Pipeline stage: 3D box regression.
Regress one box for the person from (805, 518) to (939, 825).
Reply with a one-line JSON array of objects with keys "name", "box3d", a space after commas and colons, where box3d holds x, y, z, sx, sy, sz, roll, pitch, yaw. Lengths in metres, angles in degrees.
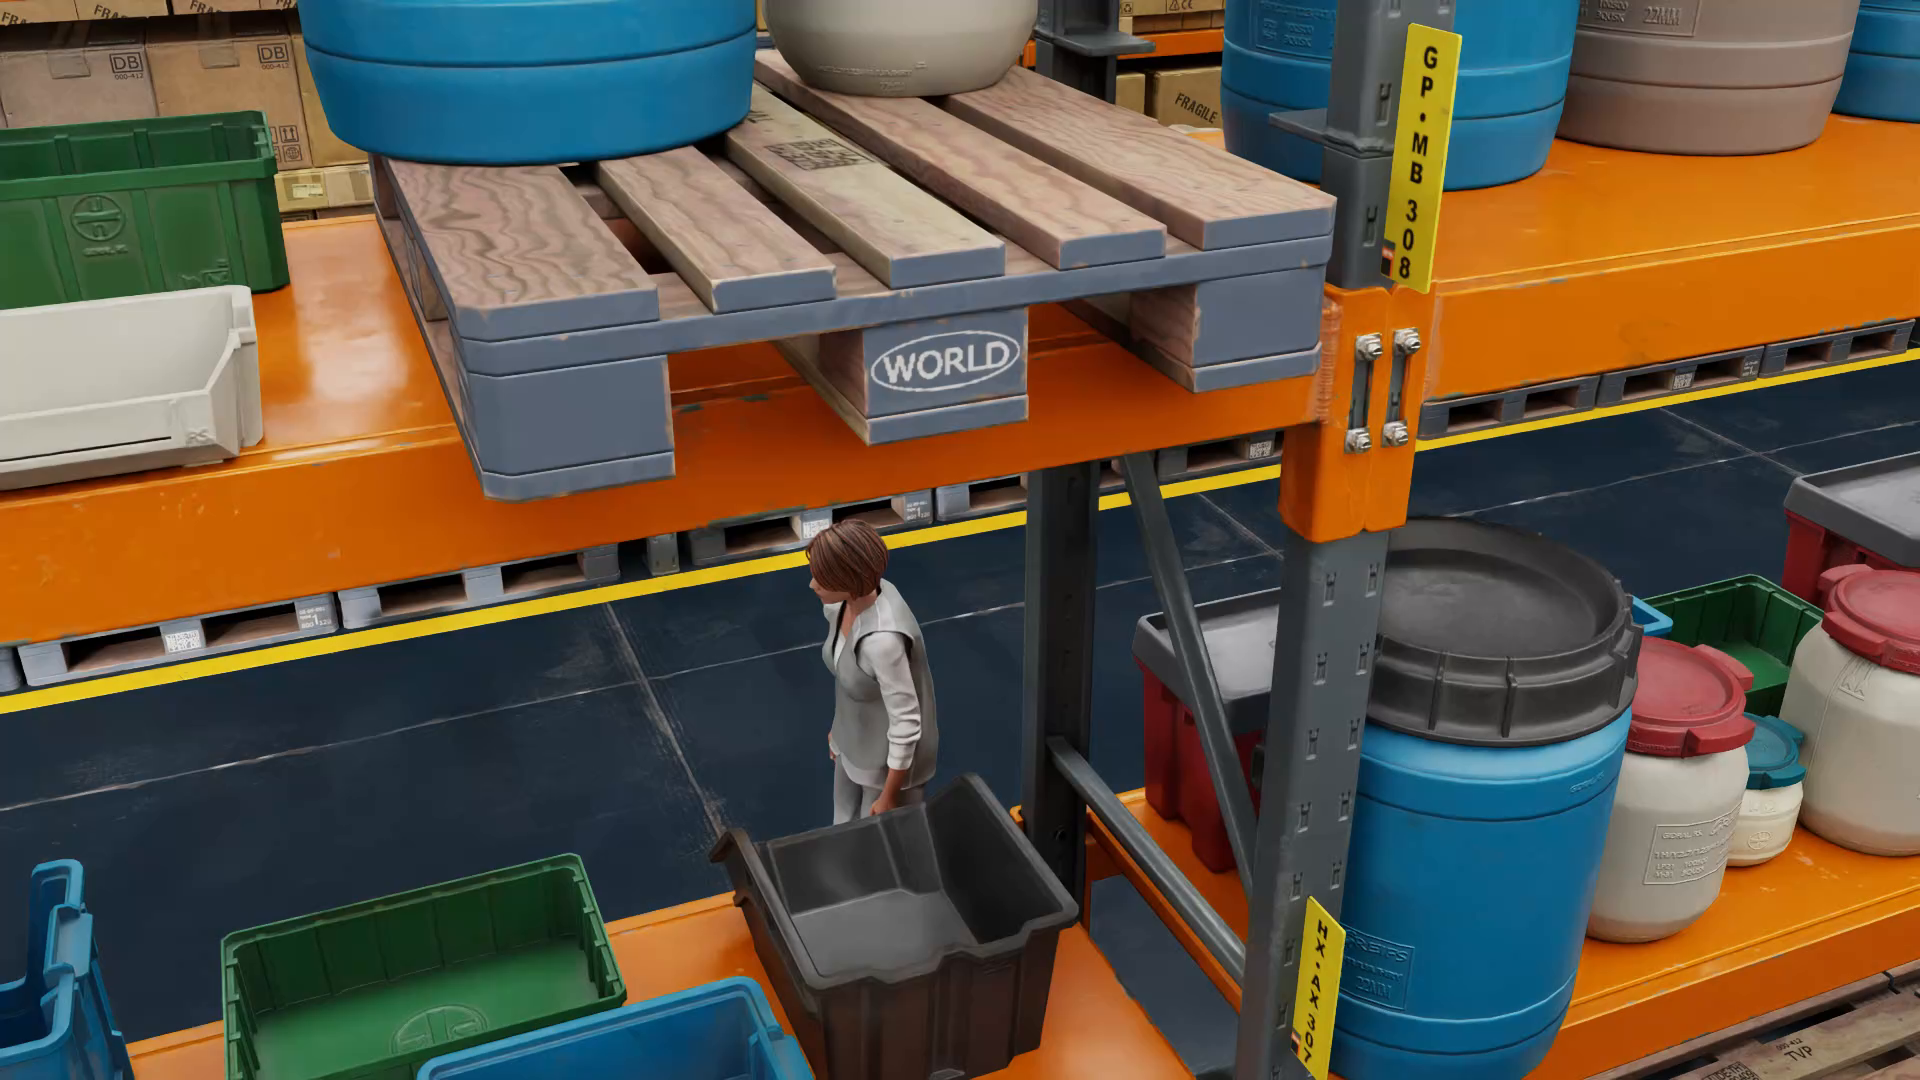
[{"name": "person", "box3d": [-0.253, 0.650, 4.809, 0.347, 1.593, 0.465, -11, 28, -21]}]
